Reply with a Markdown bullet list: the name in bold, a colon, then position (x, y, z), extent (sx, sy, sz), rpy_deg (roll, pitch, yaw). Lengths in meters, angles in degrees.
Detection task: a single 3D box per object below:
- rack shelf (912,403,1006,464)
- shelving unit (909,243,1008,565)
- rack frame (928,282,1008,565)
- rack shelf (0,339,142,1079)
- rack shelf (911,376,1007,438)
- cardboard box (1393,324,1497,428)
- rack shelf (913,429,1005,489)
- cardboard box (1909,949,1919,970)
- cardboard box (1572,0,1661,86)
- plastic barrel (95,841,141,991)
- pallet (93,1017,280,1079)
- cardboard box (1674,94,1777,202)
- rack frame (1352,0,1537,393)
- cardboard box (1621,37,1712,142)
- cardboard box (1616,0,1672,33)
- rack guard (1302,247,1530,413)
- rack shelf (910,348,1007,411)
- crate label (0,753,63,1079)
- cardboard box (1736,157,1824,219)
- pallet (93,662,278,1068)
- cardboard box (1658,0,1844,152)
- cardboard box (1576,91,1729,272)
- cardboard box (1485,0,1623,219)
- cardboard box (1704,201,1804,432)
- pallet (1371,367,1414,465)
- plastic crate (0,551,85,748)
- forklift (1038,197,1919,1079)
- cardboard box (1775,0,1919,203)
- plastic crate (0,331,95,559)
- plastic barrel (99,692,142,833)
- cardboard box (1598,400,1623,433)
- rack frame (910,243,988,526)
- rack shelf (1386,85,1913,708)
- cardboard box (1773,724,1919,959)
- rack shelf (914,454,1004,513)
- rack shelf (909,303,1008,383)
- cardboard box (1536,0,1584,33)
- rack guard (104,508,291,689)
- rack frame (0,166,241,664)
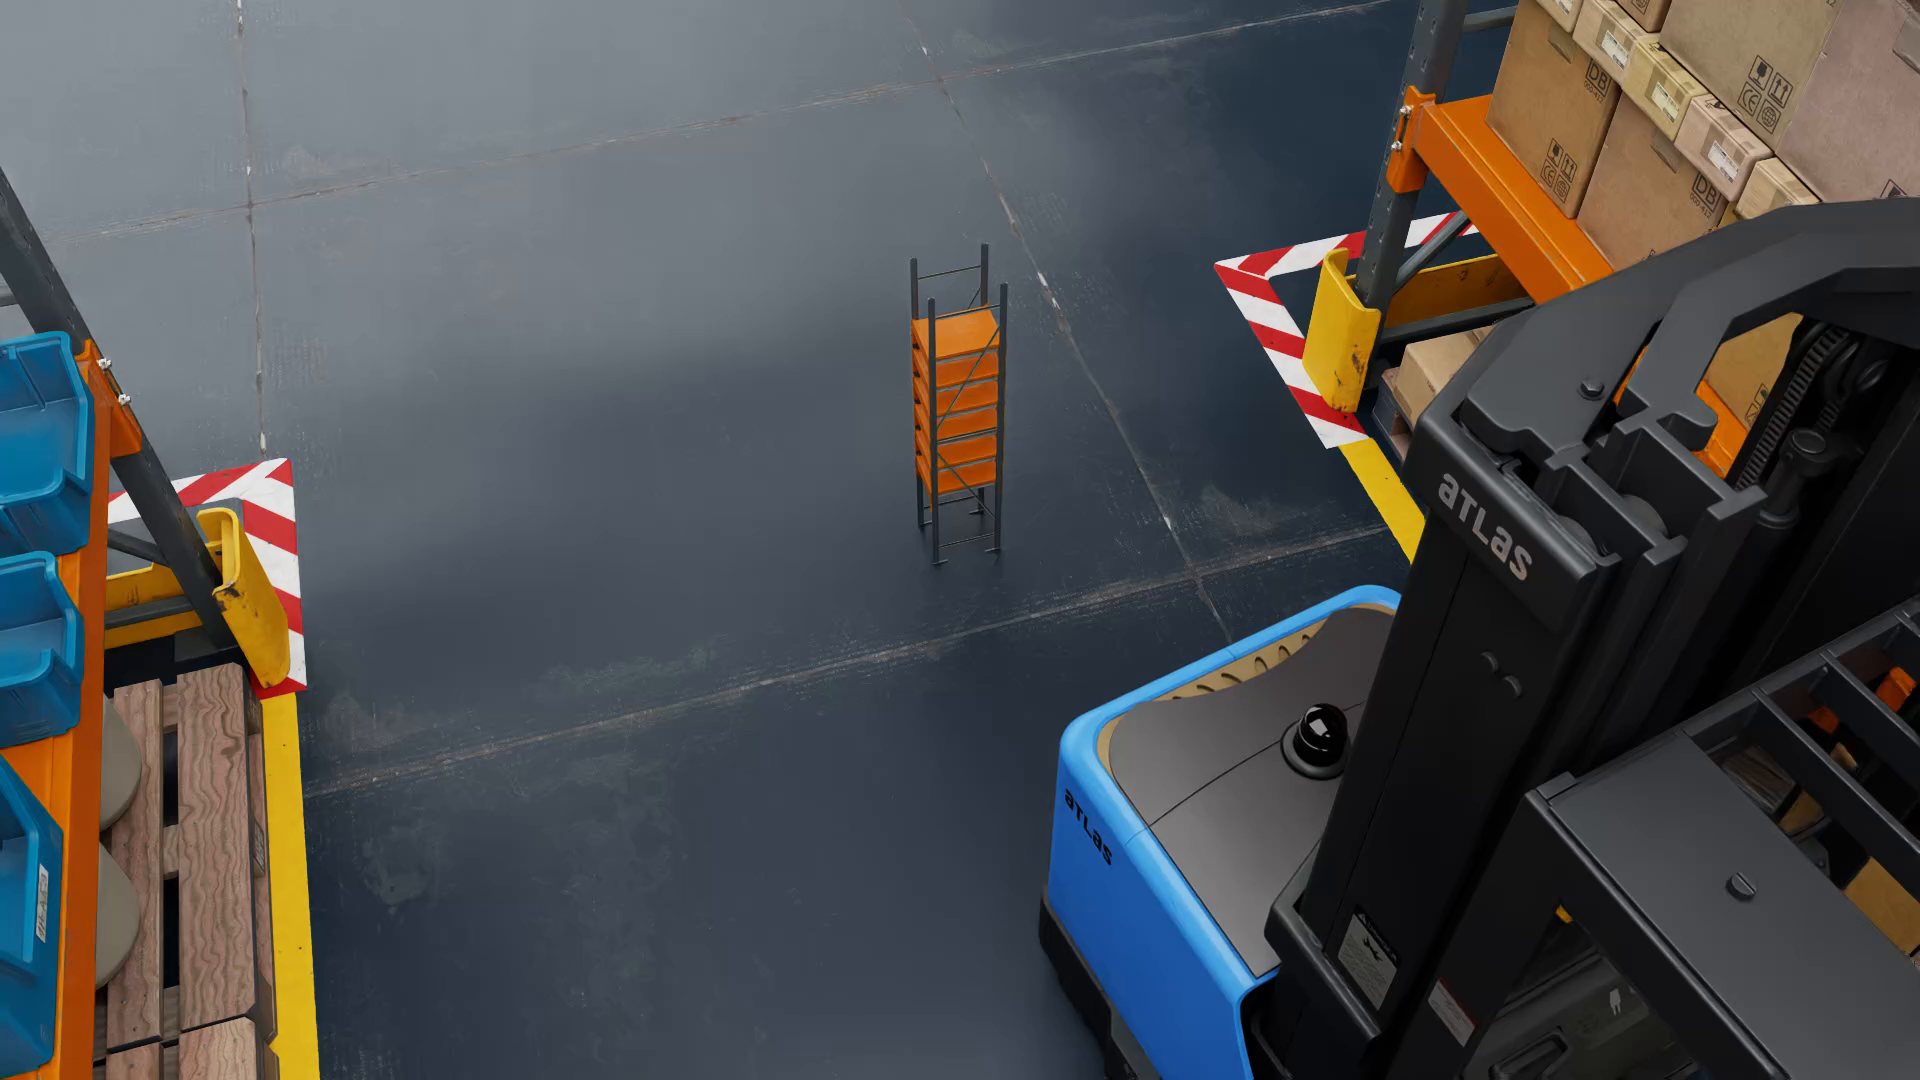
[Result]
- **rack shelf**: position (-0.004, -0.369, 5.334), extent (0.258, 0.103, 0.180), rpy_deg (-13, 51, -11)
- **shelving unit**: position (-0.004, -0.397, 5.300), extent (0.258, 1.200, 0.189), rpy_deg (-13, 51, -11)
- **rack frame**: position (0.023, -0.330, 5.244), extent (0.240, 1.200, 0.006), rpy_deg (-13, 51, -11)
- **rack shelf**: position (-2.242, 1.147, 3.291), extent (1.077, 0.370, 4.000), rpy_deg (-13, 51, -11)
- **rack shelf**: position (-0.004, -0.446, 5.242), extent (0.258, 0.103, 0.180), rpy_deg (-13, 51, -11)
- **cardboard box**: position (1.845, -0.470, 5.708), extent (0.500, 0.250, 0.500), rpy_deg (-13, 51, -11)
- **rack shelf**: position (-0.004, -0.291, 5.426), extent (0.258, 0.103, 0.180), rpy_deg (-13, 51, -11)
- **cardboard box**: position (2.599, 1.111, 3.885), extent (0.500, 0.500, 0.500), rpy_deg (-13, 51, -11)
- **cardboard box**: position (1.890, -1.376, 4.459), extent (0.380, 0.149, 0.250), rpy_deg (-15, 51, -12)
- **plastic barrel**: position (-2.418, 0.951, 4.339), extent (0.421, 0.512, 0.421), rpy_deg (0, 50, 0)
- **pallet**: position (-2.174, 1.882, 4.025), extent (1.003, 0.211, 1.213), rpy_deg (-13, 51, -11)
- **cardboard box**: position (2.035, -1.009, 4.149), extent (0.380, 0.149, 0.250), rpy_deg (-14, 51, -12)
- **rack frame**: position (1.899, -1.663, 5.190), extent (1.000, 3.000, 0.127), rpy_deg (-13, 51, -11)
- **cardboard box**: position (1.963, -1.194, 4.305), extent (0.380, 0.149, 0.250), rpy_deg (-13, 51, -11)
- **cardboard box**: position (2.041, -1.730, 4.333), extent (0.700, 0.500, 0.500), rpy_deg (-13, 51, -11)
- **rack guard**: position (1.892, -0.874, 6.160), extent (1.175, 0.500, 0.348), rpy_deg (-13, 51, -11)
- **rack shelf**: position (-0.004, -0.523, 5.151), extent (0.258, 0.103, 0.180), rpy_deg (-13, 51, -11)
- **crate label**: position (-2.031, 0.726, 3.153), extent (0.502, 0.435, 0.616), rpy_deg (-13, 51, -11)
- **cardboard box**: position (2.116, -0.815, 3.985), extent (0.380, 0.149, 0.250), rpy_deg (-15, 51, -12)
- **pallet**: position (-2.531, 0.993, 4.775), extent (1.003, 0.211, 1.213), rpy_deg (-13, 51, -11)
- **cardboard box**: position (2.201, -1.348, 4.010), extent (0.700, 0.500, 0.500), rpy_deg (-15, 51, -12)
- **cardboard box**: position (2.185, -0.968, 4.539), extent (0.700, 0.500, 0.500), rpy_deg (-12, 51, -10)
- **cardboard box**: position (2.025, -1.351, 4.862), extent (0.700, 0.500, 0.500), rpy_deg (-13, 51, -11)
- **cardboard box**: position (2.326, -0.604, 4.232), extent (0.700, 0.500, 0.500), rpy_deg (-13, 51, -11)
- **pallet**: position (2.165, -0.215, 5.793), extent (1.003, 0.211, 1.213), rpy_deg (-13, 51, -11)
- **plastic crate**: position (-2.213, 0.276, 3.653), extent (0.499, 0.251, 0.408), rpy_deg (-13, 51, -11)
- **forklift**: position (1.372, 1.006, 2.985), extent (1.130, 2.935, 3.031), rpy_deg (-23, 54, -18)
- **cardboard box**: position (2.351, -0.980, 3.700), extent (0.700, 0.500, 0.500), rpy_deg (-13, 51, -11)
- **plastic crate**: position (-2.400, -0.199, 4.054), extent (0.499, 0.251, 0.616), rpy_deg (-13, 51, -11)
- **plastic barrel**: position (-2.566, 0.585, 4.648), extent (0.421, 0.512, 0.421), rpy_deg (0, 50, 0)
- **cardboard box**: position (1.995, -0.347, 5.114), extent (0.500, 0.500, 0.500), rpy_deg (-13, 51, -11)
- **rack frame**: position (-0.031, -0.464, 5.357), extent (0.240, 1.200, 0.006), rpy_deg (-13, 51, -11)
- **rack shelf**: position (2.491, 0.030, 4.233), extent (1.077, 0.370, 4.000), rpy_deg (-13, 51, -11)
- **cardboard box**: position (2.448, 0.747, 4.192), extent (0.500, 0.500, 0.500), rpy_deg (-13, 51, -11)
- **rack shelf**: position (-0.004, -0.214, 5.518), extent (0.258, 0.103, 0.180), rpy_deg (-13, 51, -11)
- **rack shelf**: position (-0.004, -0.601, 5.059), extent (0.258, 0.103, 0.180), rpy_deg (-13, 51, -11)
- **cardboard box**: position (1.809, -1.569, 4.621), extent (0.380, 0.149, 0.250), rpy_deg (-14, 51, -11)
- **rack guard**: position (-2.766, 0.305, 5.166), extent (1.175, 0.500, 0.348), rpy_deg (-13, 51, -11)
- **rack frame**: position (-2.834, -0.545, 4.248), extent (1.000, 3.000, 0.127), rpy_deg (-13, 51, -11)
